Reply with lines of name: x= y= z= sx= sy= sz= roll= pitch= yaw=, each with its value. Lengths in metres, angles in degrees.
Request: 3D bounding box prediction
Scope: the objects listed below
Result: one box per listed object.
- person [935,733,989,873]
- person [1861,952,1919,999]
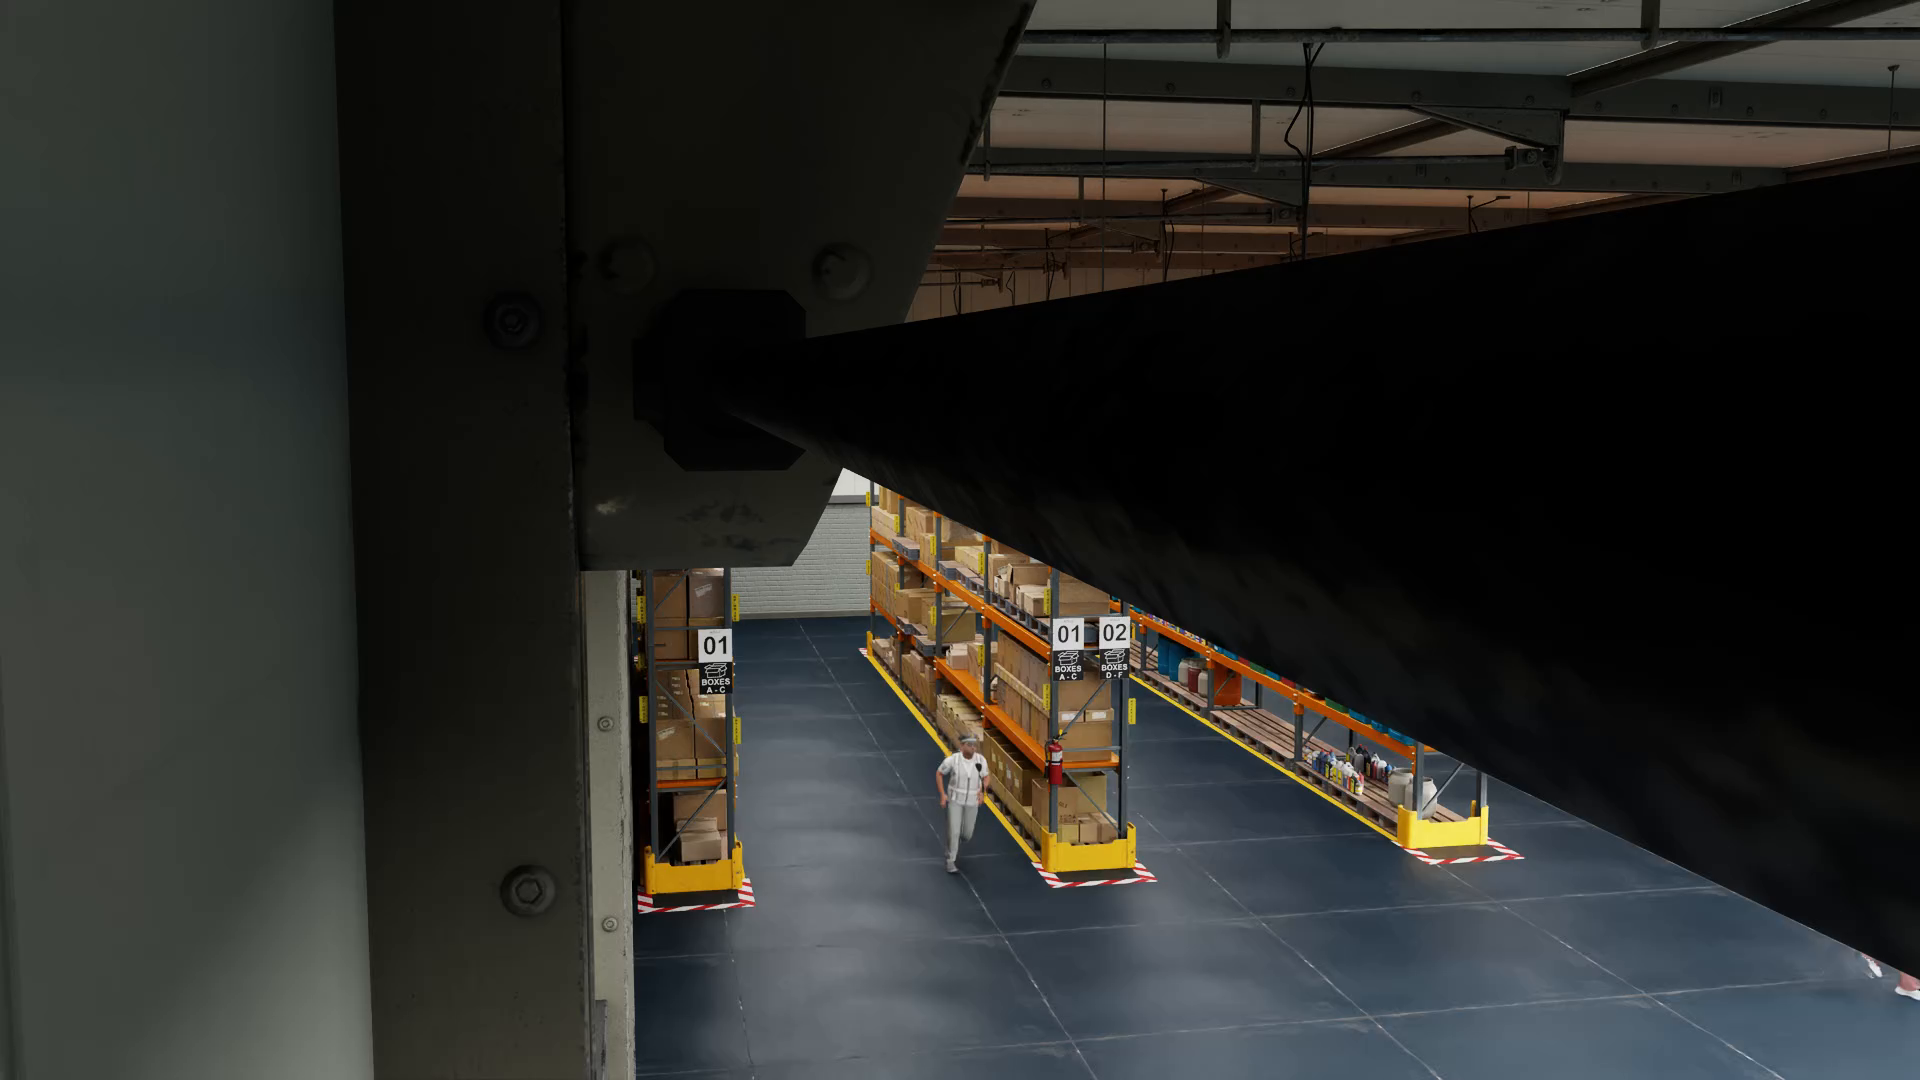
person: x=0.044 y=3.279 z=21.052 sx=0.707 sy=1.725 sz=0.697 roll=-1 pitch=6 yaw=-13
person: x=9.454 y=3.785 z=16.742 sx=0.626 sy=1.643 sz=0.586 roll=2 pitch=6 yaw=19
